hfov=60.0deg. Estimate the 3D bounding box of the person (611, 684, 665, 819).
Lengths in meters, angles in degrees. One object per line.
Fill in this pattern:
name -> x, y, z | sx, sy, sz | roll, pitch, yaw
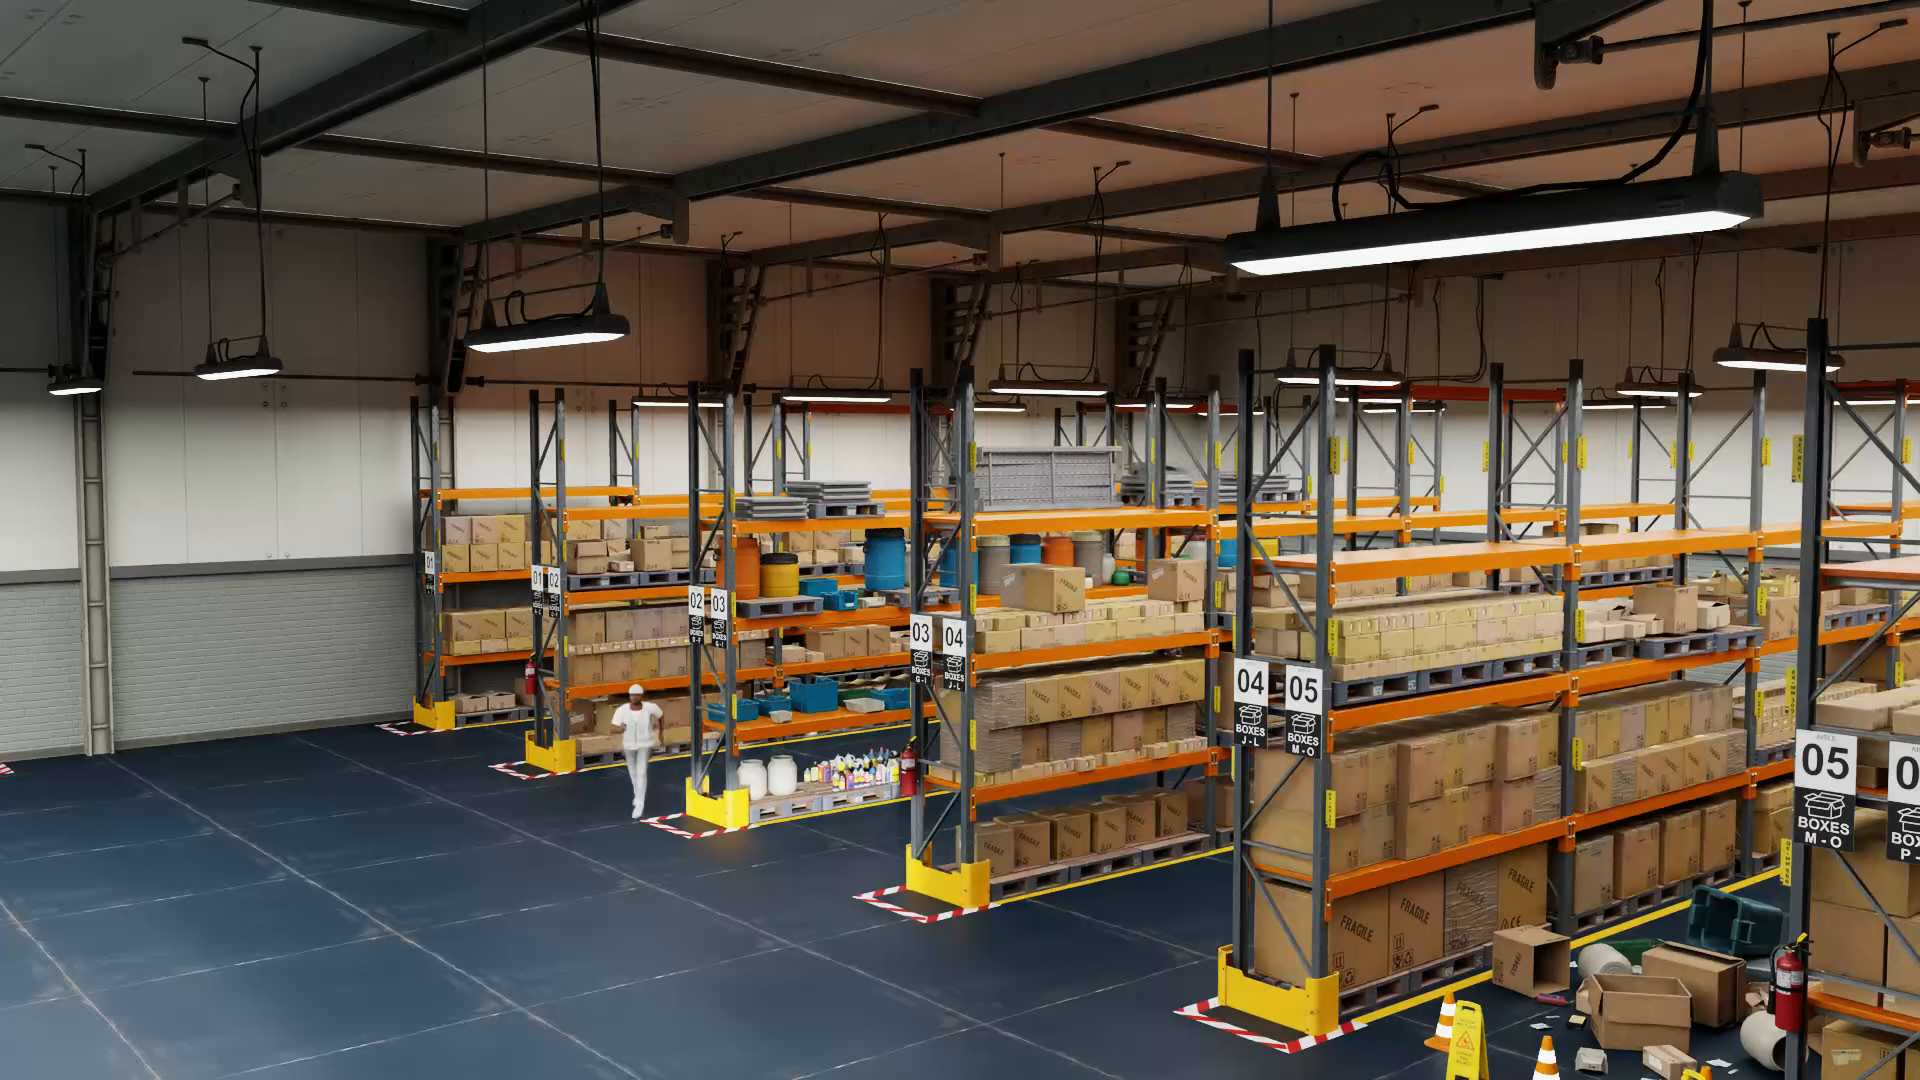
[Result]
person -> -4.489, 2.897, 23.160 | 0.681, 1.802, 0.897 | 0, 3, 3
